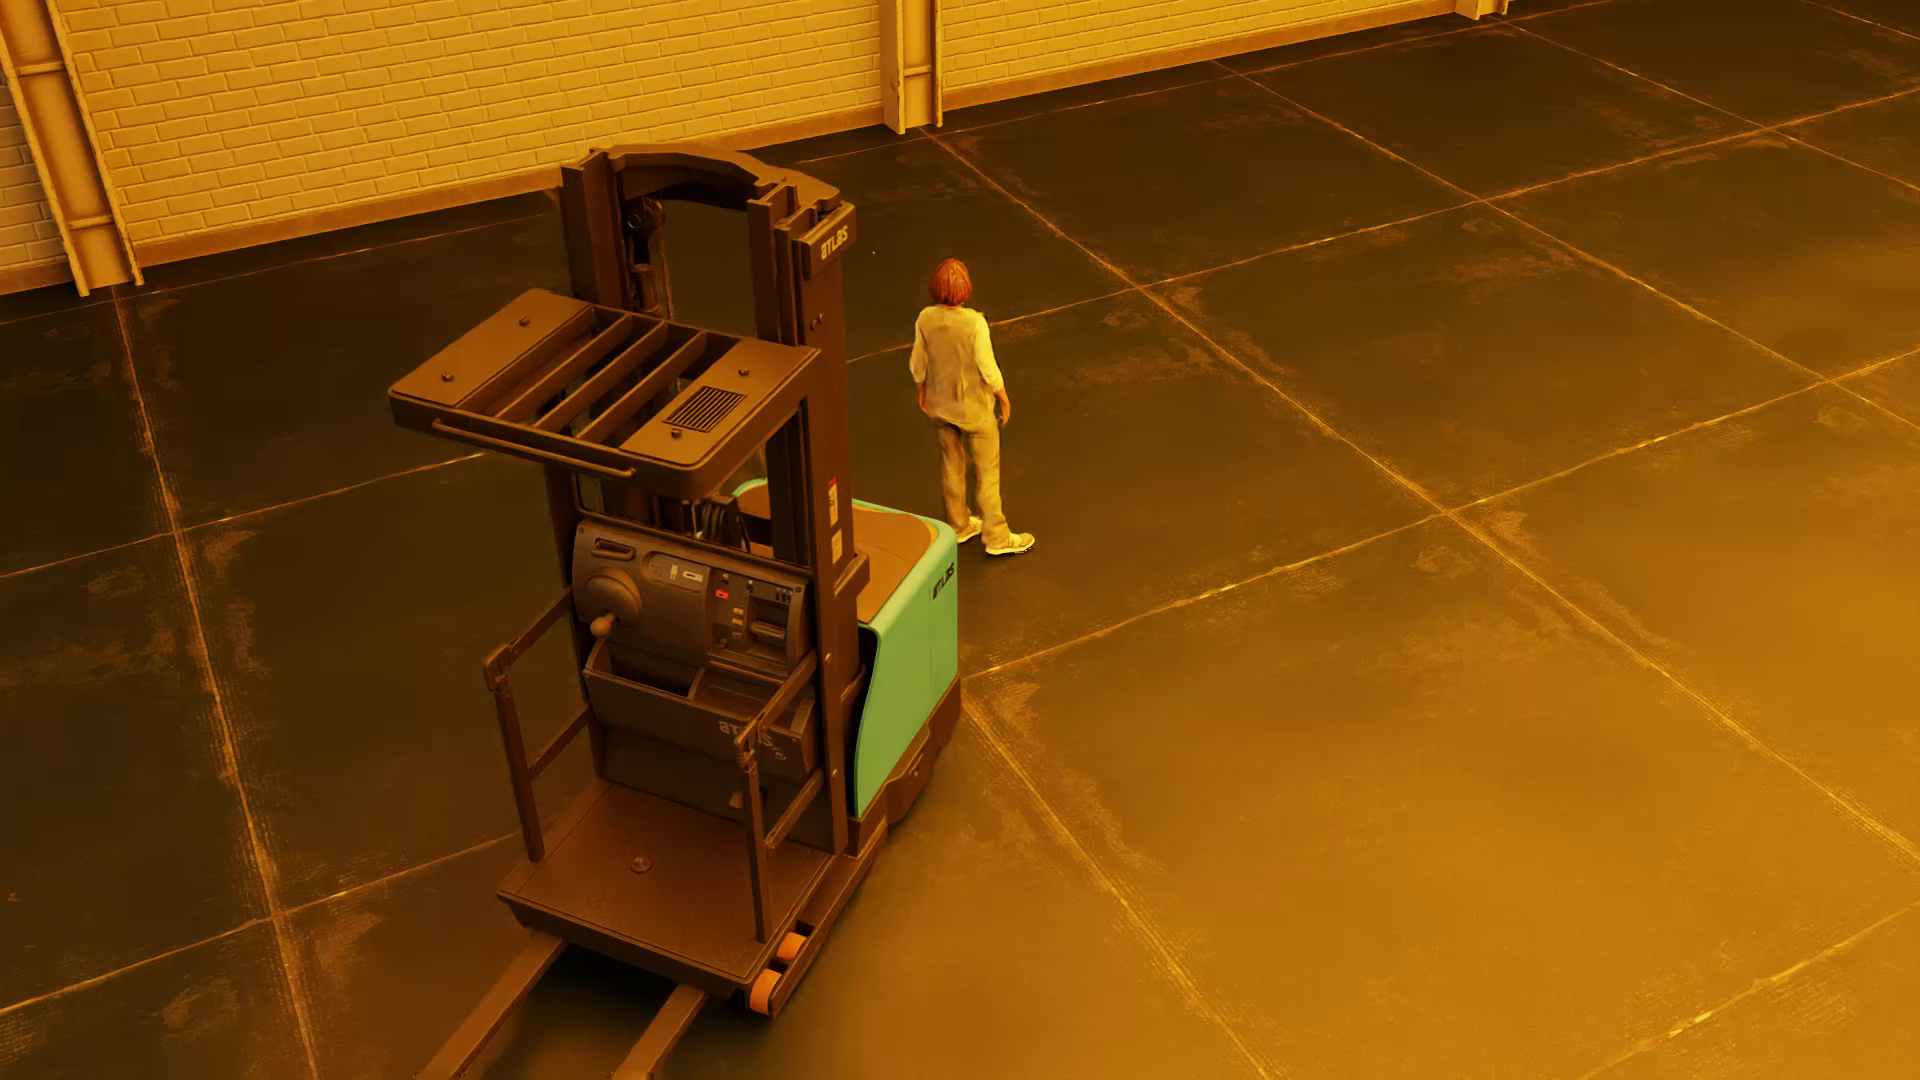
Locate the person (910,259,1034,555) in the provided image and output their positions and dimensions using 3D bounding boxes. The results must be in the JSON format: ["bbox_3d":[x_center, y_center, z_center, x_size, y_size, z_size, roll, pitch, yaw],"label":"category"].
[{"bbox_3d":[0.062,-0.651,8.194,0.622,1.599,0.355,14,38,19],"label":"person"}]

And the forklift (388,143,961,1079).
[{"bbox_3d":[-1.051,0.279,5.728,1.130,2.935,3.031,14,38,19],"label":"forklift"}]
